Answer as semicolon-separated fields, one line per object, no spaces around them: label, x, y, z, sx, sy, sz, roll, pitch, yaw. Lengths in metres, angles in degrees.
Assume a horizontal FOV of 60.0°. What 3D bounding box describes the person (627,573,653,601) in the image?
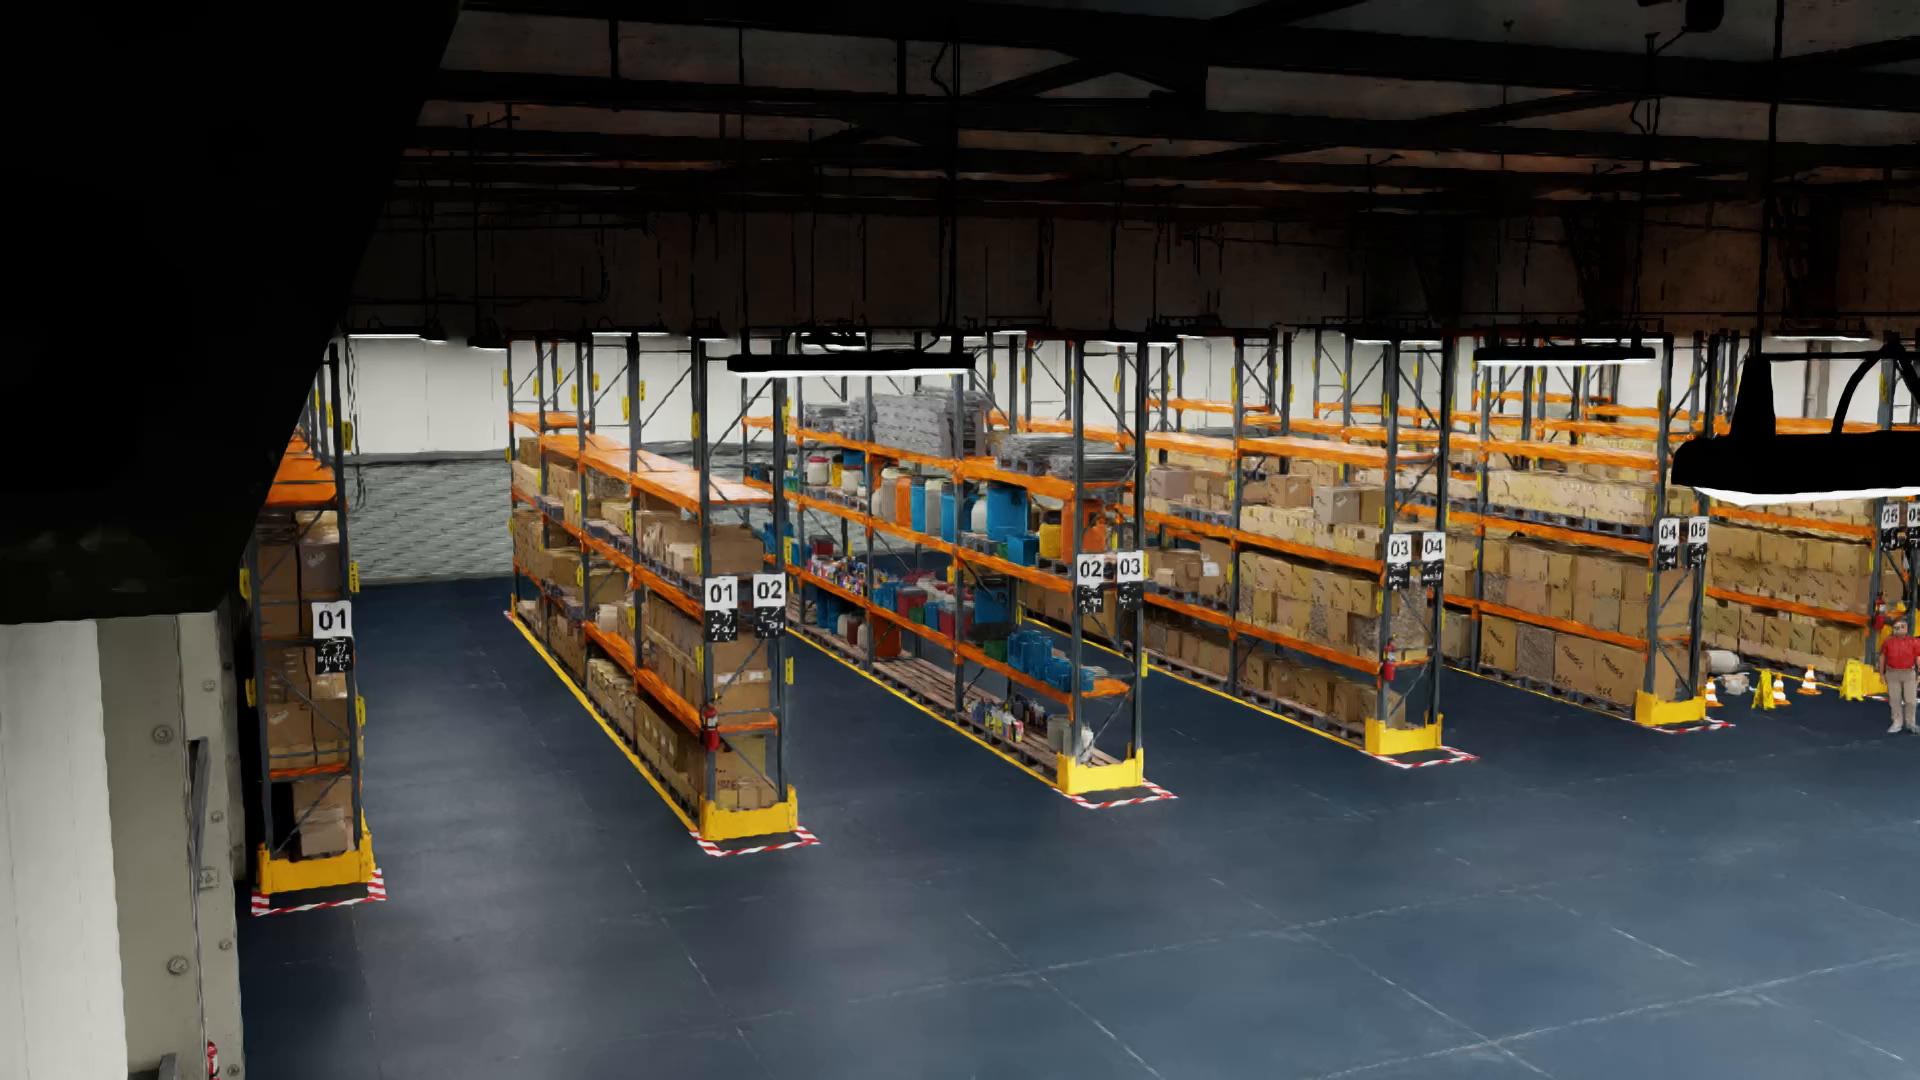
person;-6.285;1.089;32.649;0.588;1.635;0.684;-5;9;-31

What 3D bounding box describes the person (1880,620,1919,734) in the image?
person;14.264;2.058;25.143;0.651;1.720;0.430;6;10;38
